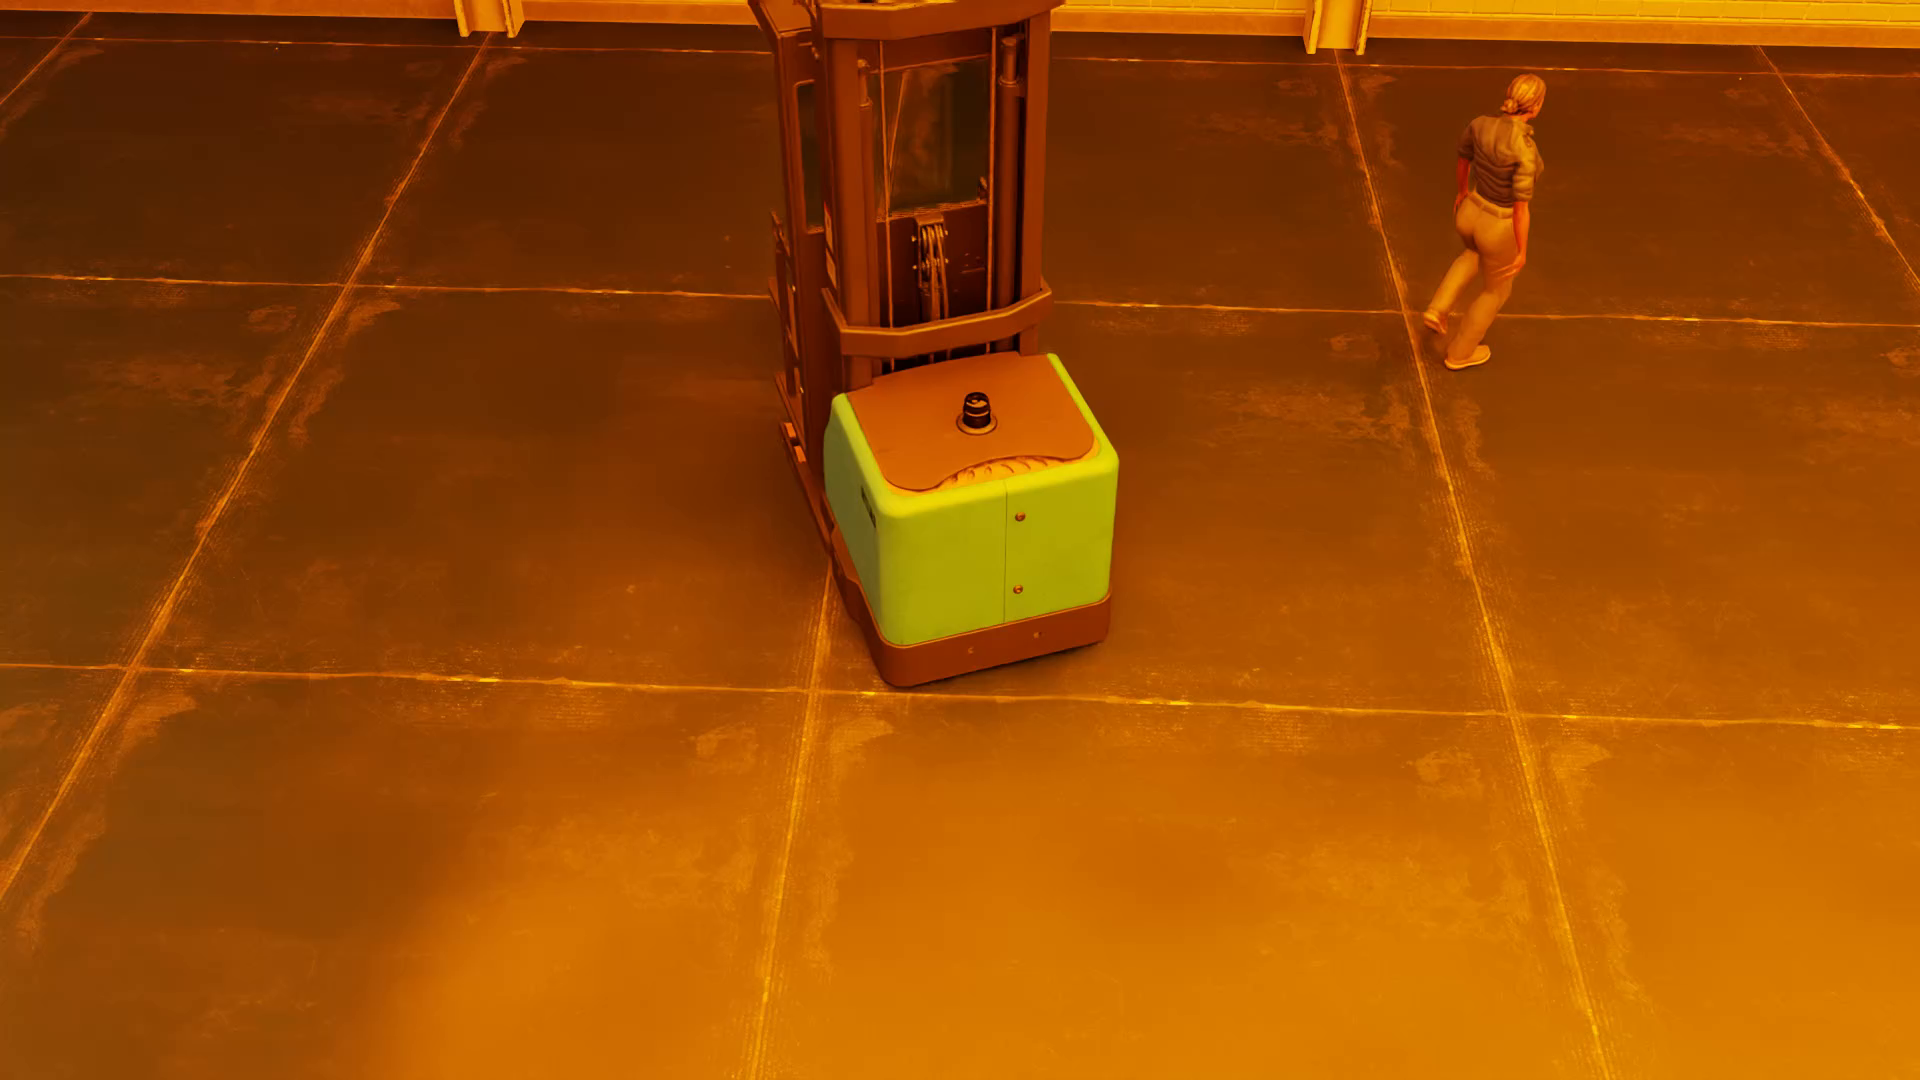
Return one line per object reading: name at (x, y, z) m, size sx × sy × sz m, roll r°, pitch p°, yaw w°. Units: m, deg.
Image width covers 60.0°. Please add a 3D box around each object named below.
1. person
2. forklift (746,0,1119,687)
person at (2.747, -1.631, 8.491) m, size 0.430 × 1.639 × 0.595 m, roll -21°, pitch 46°, yaw -22°
forklift at (-0.273, -1.462, 7.344) m, size 1.130 × 2.935 × 3.031 m, roll -12°, pitch 44°, yaw -13°
